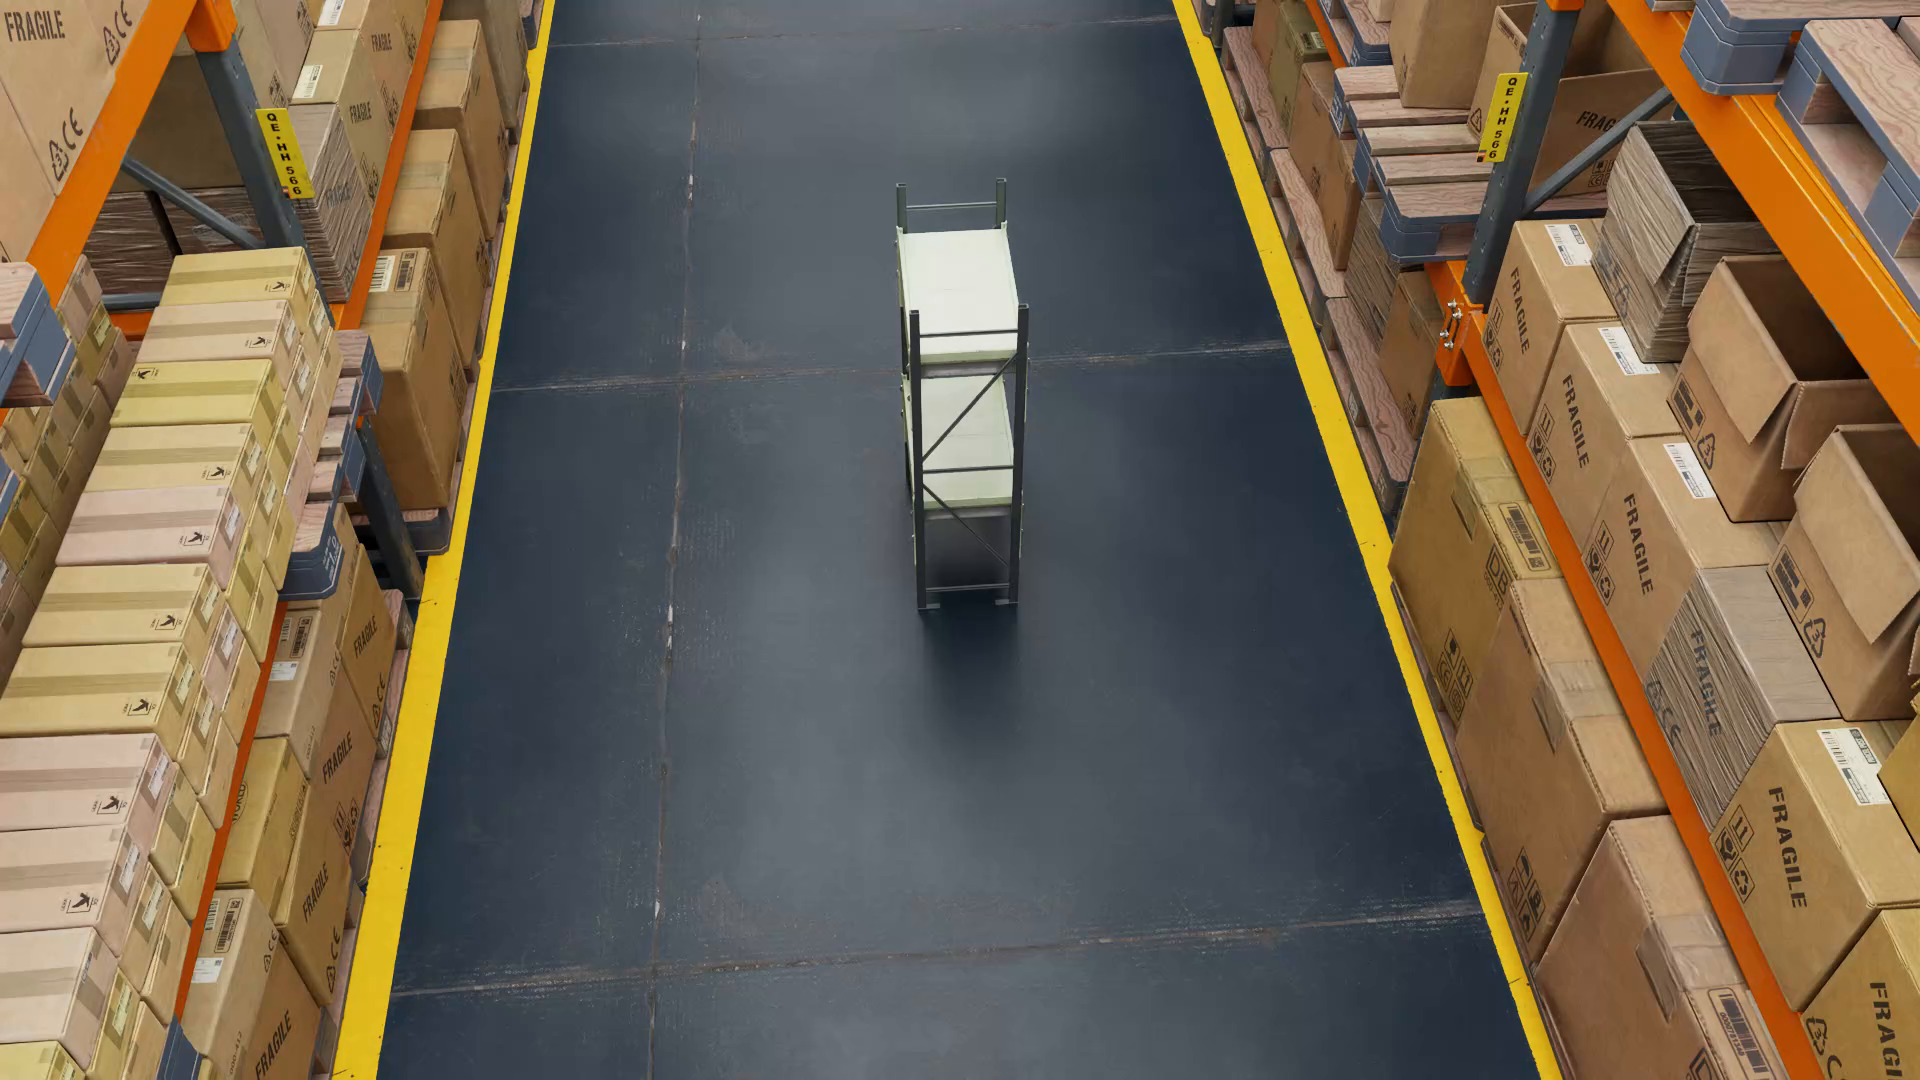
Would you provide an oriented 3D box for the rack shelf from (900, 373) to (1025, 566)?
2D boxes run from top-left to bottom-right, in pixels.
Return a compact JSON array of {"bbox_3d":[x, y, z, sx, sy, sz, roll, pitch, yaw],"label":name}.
[{"bbox_3d":[-0.001,-0.296,6.583,0.431,0.370,0.720,-3,47,-3],"label":"rack shelf"}]

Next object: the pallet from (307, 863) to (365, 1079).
[{"bbox_3d":[-2.498,1.605,5.221,1.003,0.211,1.213,-3,47,-3],"label":"pallet"}]

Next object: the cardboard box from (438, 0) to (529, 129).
[{"bbox_3d":[-2.854,-2.621,8.564,1.050,0.750,0.750,-4,47,-3],"label":"cardboard box"}]

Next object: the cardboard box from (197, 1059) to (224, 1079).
[{"bbox_3d":[-2.172,1.615,4.207,0.500,0.250,0.500,-2,47,-2],"label":"cardboard box"}]

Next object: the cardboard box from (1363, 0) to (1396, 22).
[{"bbox_3d":[1.882,-2.317,6.818,0.396,0.266,0.258,-5,47,-4],"label":"cardboard box"}]

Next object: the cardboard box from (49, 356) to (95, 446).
[{"bbox_3d":[-2.796,-0.402,4.881,0.380,0.149,0.250,-1,47,-1],"label":"cardboard box"}]

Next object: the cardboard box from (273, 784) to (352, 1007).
[{"bbox_3d":[-2.245,1.133,5.180,0.500,0.500,0.500,-5,47,-5],"label":"cardboard box"}]

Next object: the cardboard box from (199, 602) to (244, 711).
[{"bbox_3d":[-2.056,0.302,4.213,0.380,0.149,0.250,-2,47,-2],"label":"cardboard box"}]

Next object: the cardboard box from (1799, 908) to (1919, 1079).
[{"bbox_3d":[2.279,1.151,3.662,0.500,0.500,0.500,-2,47,-2],"label":"cardboard box"}]

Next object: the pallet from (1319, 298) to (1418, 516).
[{"bbox_3d":[2.226,-0.635,7.343,1.003,0.211,1.213,-3,47,-3],"label":"pallet"}]

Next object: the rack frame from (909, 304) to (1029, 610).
[{"bbox_3d":[0.030,-0.256,6.096,0.400,1.500,0.023,-3,47,-3],"label":"rack frame"}]

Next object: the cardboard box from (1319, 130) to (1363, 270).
[{"bbox_3d":[2.101,-1.614,7.768,0.700,0.500,0.500,0,47,0],"label":"cardboard box"}]

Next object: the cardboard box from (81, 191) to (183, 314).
[{"bbox_3d":[-2.966,-1.144,5.835,0.500,0.500,0.500,-3,47,-3],"label":"cardboard box"}]

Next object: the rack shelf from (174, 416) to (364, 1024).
[{"bbox_3d":[-2.493,0.894,4.469,1.077,0.370,4.000,-3,47,-3],"label":"rack shelf"}]

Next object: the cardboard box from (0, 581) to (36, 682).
[{"bbox_3d":[-2.730,0.255,4.463,0.380,0.149,0.250,-2,47,-2],"label":"cardboard box"}]

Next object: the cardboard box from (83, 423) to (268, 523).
[{"bbox_3d":[-2.096,-0.172,4.457,0.380,0.149,0.250,-2,47,-2],"label":"cardboard box"}]

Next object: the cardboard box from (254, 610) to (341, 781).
[{"bbox_3d":[-2.289,0.501,5.262,0.500,0.250,0.500,-3,47,-3],"label":"cardboard box"}]

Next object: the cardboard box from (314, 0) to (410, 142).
[{"bbox_3d":[-2.516,-1.908,6.559,0.500,0.500,0.500,-4,47,-3],"label":"cardboard box"}]

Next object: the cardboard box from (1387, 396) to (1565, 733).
[{"bbox_3d":[2.327,0.058,5.940,1.225,0.875,0.875,-5,47,-5],"label":"cardboard box"}]

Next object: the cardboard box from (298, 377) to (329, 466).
[{"bbox_3d":[-2.142,-0.350,5.035,0.380,0.149,0.250,-4,47,-3],"label":"cardboard box"}]

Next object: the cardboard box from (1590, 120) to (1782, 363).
[{"bbox_3d":[2.335,-0.878,4.892,0.797,0.503,0.637,-2,47,-2],"label":"cardboard box"}]

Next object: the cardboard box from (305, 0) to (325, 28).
[{"bbox_3d":[-2.777,-2.241,6.185,0.700,0.500,0.500,-4,47,-4],"label":"cardboard box"}]

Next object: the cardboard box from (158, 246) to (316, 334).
[{"bbox_3d":[-2.163,-0.736,4.992,0.380,0.149,0.250,-5,47,-5],"label":"cardboard box"}]

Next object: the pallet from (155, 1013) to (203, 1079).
[{"bbox_3d":[-2.245,1.598,3.439,1.003,0.211,1.213,-3,47,-3],"label":"pallet"}]

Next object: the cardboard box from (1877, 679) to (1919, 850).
[{"bbox_3d":[2.518,0.527,3.561,0.797,0.503,0.637,-3,47,-3],"label":"cardboard box"}]

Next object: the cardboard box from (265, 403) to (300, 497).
[{"bbox_3d":[-2.117,-0.248,4.734,0.380,0.149,0.250,-2,47,-2],"label":"cardboard box"}]

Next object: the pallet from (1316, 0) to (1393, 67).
[{"bbox_3d":[2.084,-2.392,7.218,1.003,0.211,1.213,-3,47,-3],"label":"pallet"}]

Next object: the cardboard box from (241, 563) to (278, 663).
[{"bbox_3d":[-2.079,0.212,4.504,0.380,0.149,0.250,-5,47,-5],"label":"cardboard box"}]

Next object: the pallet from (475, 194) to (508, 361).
[{"bbox_3d":[-2.751,-1.297,7.969,1.003,0.211,1.213,-3,47,-3],"label":"pallet"}]

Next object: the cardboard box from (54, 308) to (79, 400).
[{"bbox_3d":[-2.790,-0.522,4.789,0.380,0.149,0.250,-5,47,-4],"label":"cardboard box"}]

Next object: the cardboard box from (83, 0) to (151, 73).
[{"bbox_3d":[-2.360,-1.468,4.076,0.500,0.500,0.500,-3,47,-3],"label":"cardboard box"}]

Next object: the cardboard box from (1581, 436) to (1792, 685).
[{"bbox_3d":[2.152,0.049,4.706,0.500,0.500,0.500,-4,47,-4],"label":"cardboard box"}]

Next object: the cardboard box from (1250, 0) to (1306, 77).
[{"bbox_3d":[1.985,-2.769,8.861,0.700,0.500,0.500,-7,47,-6],"label":"cardboard box"}]

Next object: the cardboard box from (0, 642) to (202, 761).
[{"bbox_3d":[-2.036,0.388,3.927,0.380,0.149,0.250,-2,47,-2],"label":"cardboard box"}]

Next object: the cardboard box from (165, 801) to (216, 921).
[{"bbox_3d":[-2.015,0.778,3.967,0.380,0.149,0.250,-4,47,-4],"label":"cardboard box"}]

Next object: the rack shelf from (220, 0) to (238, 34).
[{"bbox_3d":[-2.828,-3.031,6.121,1.077,0.370,4.000,-3,47,-3],"label":"rack shelf"}]

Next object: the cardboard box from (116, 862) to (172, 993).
[{"bbox_3d":[-1.993,0.863,3.682,0.380,0.149,0.250,-2,47,-2],"label":"cardboard box"}]

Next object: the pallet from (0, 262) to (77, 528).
[{"bbox_3d":[-2.361,-0.076,2.956,1.213,0.211,1.003,-3,47,-3],"label":"pallet"}]

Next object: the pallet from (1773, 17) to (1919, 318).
[{"bbox_3d":[2.494,-0.724,3.570,1.003,0.211,1.213,-2,47,-1],"label":"pallet"}]

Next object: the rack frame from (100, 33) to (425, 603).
[{"bbox_3d":[-2.661,-0.800,5.578,1.000,3.000,0.127,-3,47,-3],"label":"rack frame"}]

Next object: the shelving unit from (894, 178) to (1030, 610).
[{"bbox_3d":[-0.001,-0.521,6.347,0.431,1.500,0.755,-3,47,-3],"label":"shelving unit"}]

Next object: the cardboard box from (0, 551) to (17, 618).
[{"bbox_3d":[-2.729,0.153,4.354,0.380,0.149,0.250,-3,47,-3],"label":"cardboard box"}]

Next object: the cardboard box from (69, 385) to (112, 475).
[{"bbox_3d":[-2.802,-0.328,5.015,0.380,0.149,0.250,-1,47,-1],"label":"cardboard box"}]

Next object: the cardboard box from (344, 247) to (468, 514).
[{"bbox_3d":[-2.622,-0.617,6.665,1.050,0.750,0.750,-4,47,-4],"label":"cardboard box"}]

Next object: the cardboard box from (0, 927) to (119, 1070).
[{"bbox_3d":[-1.967,0.950,3.394,0.380,0.149,0.250,-4,47,-4],"label":"cardboard box"}]
